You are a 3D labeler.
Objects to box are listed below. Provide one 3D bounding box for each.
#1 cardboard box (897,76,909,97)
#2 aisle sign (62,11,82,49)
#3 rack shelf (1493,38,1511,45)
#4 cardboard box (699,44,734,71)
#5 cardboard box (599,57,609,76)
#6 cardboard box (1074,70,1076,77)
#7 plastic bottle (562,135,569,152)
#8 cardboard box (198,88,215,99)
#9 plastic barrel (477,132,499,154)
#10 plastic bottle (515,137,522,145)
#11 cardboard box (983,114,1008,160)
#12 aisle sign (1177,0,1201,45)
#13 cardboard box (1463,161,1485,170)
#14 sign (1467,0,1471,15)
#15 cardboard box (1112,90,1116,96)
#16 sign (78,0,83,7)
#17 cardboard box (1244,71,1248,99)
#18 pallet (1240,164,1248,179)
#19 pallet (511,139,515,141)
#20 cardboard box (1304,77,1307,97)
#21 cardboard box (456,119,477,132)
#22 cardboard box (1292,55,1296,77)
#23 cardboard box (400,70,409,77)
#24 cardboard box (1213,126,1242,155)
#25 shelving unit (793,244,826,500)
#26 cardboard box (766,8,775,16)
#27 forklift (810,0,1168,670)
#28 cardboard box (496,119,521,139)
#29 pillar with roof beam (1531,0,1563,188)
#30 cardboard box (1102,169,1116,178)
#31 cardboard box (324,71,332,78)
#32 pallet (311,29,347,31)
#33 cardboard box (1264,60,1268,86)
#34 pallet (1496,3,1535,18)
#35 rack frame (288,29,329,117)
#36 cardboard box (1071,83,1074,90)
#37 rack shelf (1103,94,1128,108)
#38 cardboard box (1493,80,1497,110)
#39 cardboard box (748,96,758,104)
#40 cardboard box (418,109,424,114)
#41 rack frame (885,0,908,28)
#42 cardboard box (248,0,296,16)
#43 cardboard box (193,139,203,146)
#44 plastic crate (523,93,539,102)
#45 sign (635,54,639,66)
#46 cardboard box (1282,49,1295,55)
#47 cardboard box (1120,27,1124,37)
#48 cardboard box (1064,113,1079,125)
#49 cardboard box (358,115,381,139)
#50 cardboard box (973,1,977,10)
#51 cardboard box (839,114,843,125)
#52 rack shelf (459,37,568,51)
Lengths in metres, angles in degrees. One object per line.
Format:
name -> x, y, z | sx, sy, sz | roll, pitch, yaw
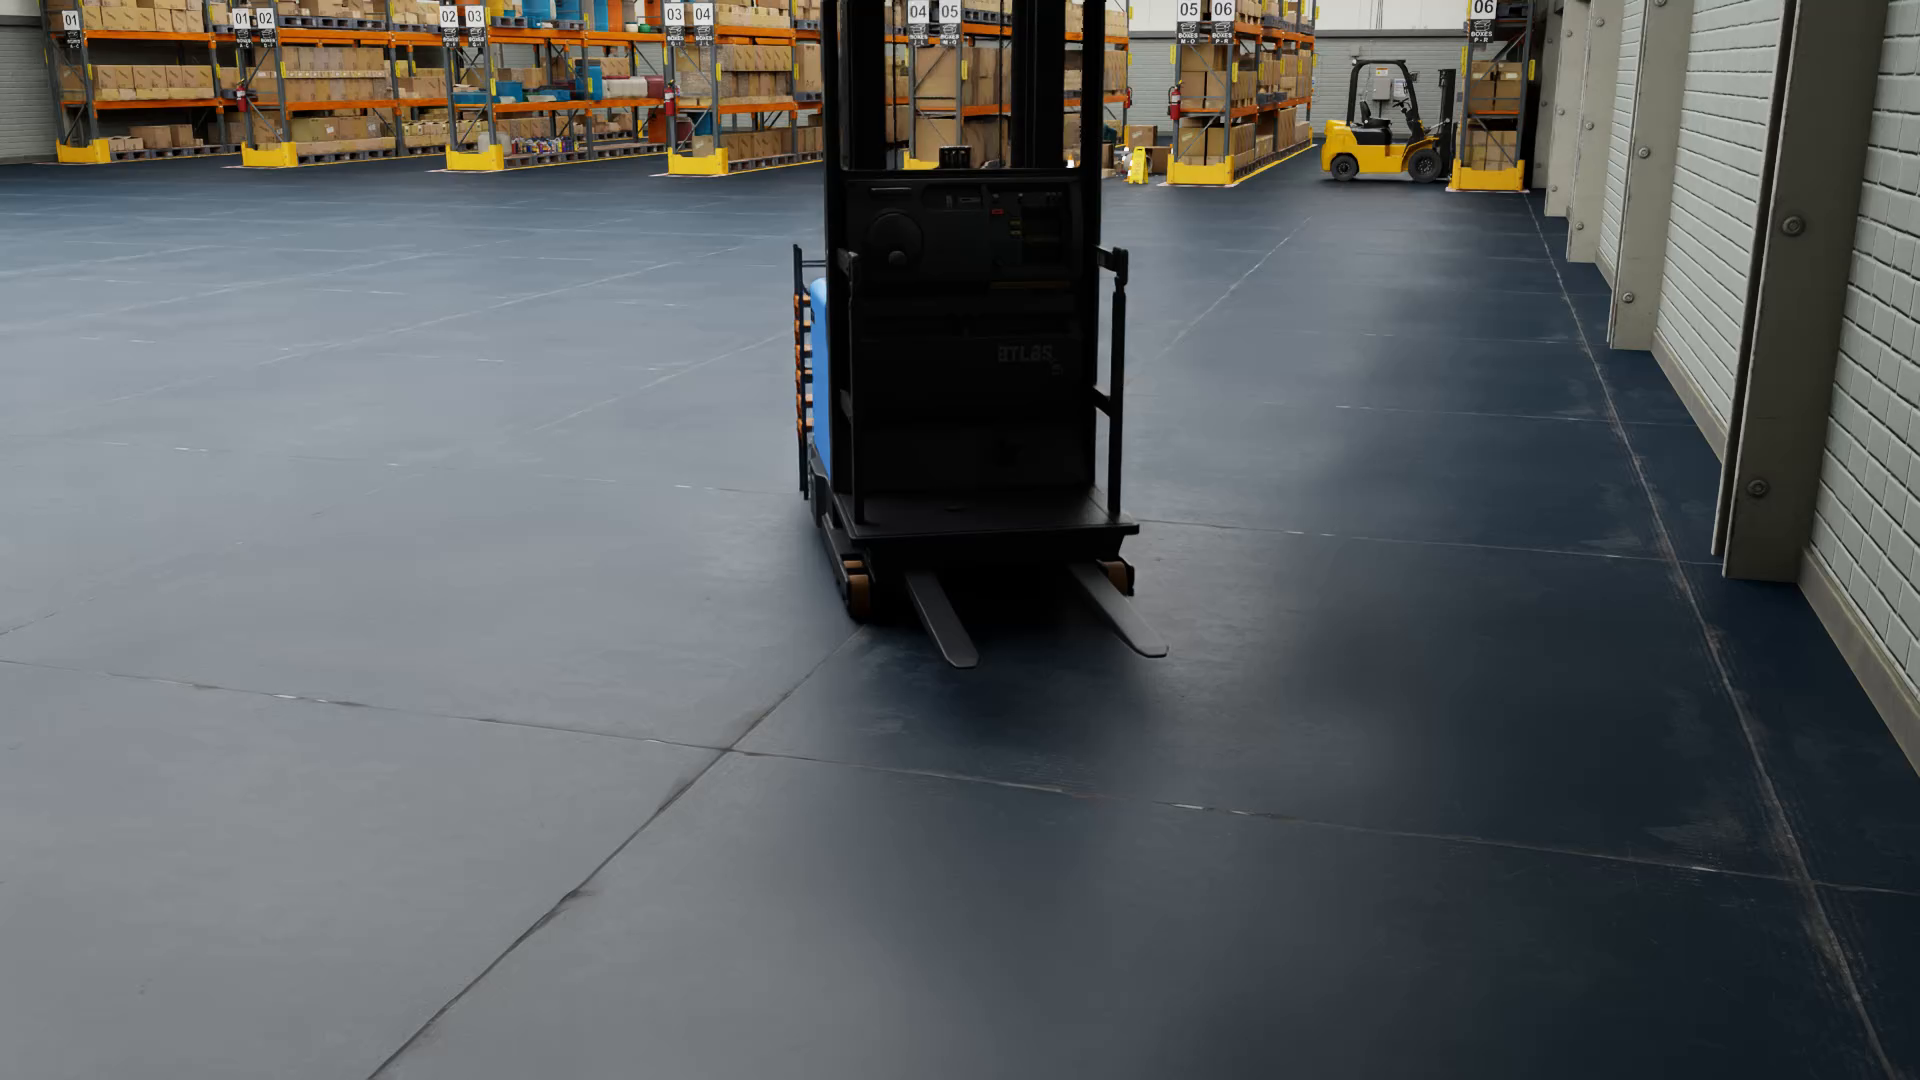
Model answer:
cardboard box -> -1.640, -11.693, 42.876 | 0.500, 0.500, 0.500 | 5, 16, 16
aisle sign -> -19.159, -11.010, 35.886 | 0.394, 0.787, 0.004 | 5, 16, 16
rack shelf -> 13.061, -12.257, 40.866 | 1.077, 0.370, 4.000 | 5, 16, 16
cardboard box -> -4.762, -9.444, 32.569 | 0.500, 0.500, 0.500 | 5, 16, 16
cardboard box -> -10.424, -13.593, 47.741 | 0.500, 0.500, 0.500 | 5, 17, 18
cardboard box -> 2.584, -11.214, 39.967 | 0.380, 0.149, 0.250 | 4, 16, 15
plastic bottle -> -8.753, -8.776, 36.822 | 0.144, 0.351, 0.185 | 4, 16, 13
cardboard box -> -18.134, -10.638, 39.577 | 0.500, 0.250, 0.500 | 5, 16, 16
plastic barrel -> -9.814, -8.217, 34.591 | 0.421, 0.512, 0.421 | 0, 16, 0
plastic bottle -> -9.646, -8.629, 36.303 | 0.144, 0.351, 0.185 | 5, 17, 18
cardboard box -> 0.438, -8.306, 34.239 | 0.875, 0.875, 0.875 | 5, 17, 17
aisle sign -> 4.026, -9.138, 29.285 | 0.394, 0.787, 0.004 | 5, 16, 16
cardboard box -> 8.913, -6.524, 29.101 | 0.500, 0.250, 0.500 | 5, 17, 16
sign -> 10.836, -11.324, 35.313 | 0.100, 0.325, 0.005 | 5, 16, 16
cardboard box -> 3.956, -11.932, 44.361 | 0.380, 0.149, 0.250 | 4, 16, 13
sign -> -18.906, -11.623, 35.713 | 0.100, 0.325, 0.005 | 5, 16, 16
cardboard box -> 5.147, -8.577, 31.344 | 0.500, 0.500, 0.500 | 4, 16, 15
pallet -> 4.957, -7.087, 31.929 | 1.003, 0.211, 1.213 | 5, 16, 16
pallet -> -12.154, -10.362, 43.476 | 1.003, 0.211, 1.213 | 5, 16, 16
cardboard box -> 8.558, -11.567, 42.429 | 0.500, 0.500, 0.500 | 5, 17, 18
cardboard box -> -12.457, -10.368, 41.627 | 0.500, 0.311, 0.500 | 4, 16, 15
cardboard box -> 7.706, -11.277, 39.576 | 0.500, 0.500, 0.500 | 5, 17, 17
cardboard box -> -15.906, -13.002, 46.906 | 0.500, 0.500, 0.500 | 4, 16, 15
cardboard box -> 4.967, -7.454, 31.007 | 0.500, 0.500, 0.500 | 4, 16, 14
shelving unit -> -0.652, -0.803, 7.962 | 0.258, 1.200, 0.189 | -3, 16, -11
cardboard box -> -4.064, -10.942, 34.456 | 0.380, 0.149, 0.250 | 4, 16, 14
forklift -> 0.059, -1.224, 6.273 | 1.130, 2.935, 3.031 | -3, 16, -10
cardboard box -> -11.856, -10.755, 43.525 | 0.500, 0.500, 0.500 | 4, 16, 14
pillar with roof beam -> 6.017, -10.829, 29.018 | 9.100, 9.000, 0.400 | 5, 16, 16
cardboard box -> 2.758, -7.009, 31.767 | 0.250, 0.149, 0.380 | -15, 21, -41
cardboard box -> -13.994, -10.202, 36.428 | 0.380, 0.149, 0.250 | 4, 16, 15
pallet -> -17.021, -13.420, 43.993 | 1.213, 0.211, 1.003 | 5, 17, 18
cardboard box -> 6.009, -9.552, 34.012 | 0.500, 0.500, 0.500 | 5, 16, 16
pallet -> 9.308, -9.080, 28.512 | 1.003, 0.211, 1.213 | 5, 16, 16
rack frame -> -17.153, -11.895, 43.769 | 1.000, 3.000, 0.127 | 5, 16, 16
cardboard box -> 2.516, -10.861, 39.815 | 0.380, 0.149, 0.250 | 5, 17, 17
rack shelf -> 3.526, -11.555, 43.889 | 1.077, 0.370, 4.000 | 5, 16, 16
cardboard box -> 9.616, -7.791, 29.118 | 0.500, 0.500, 0.500 | 5, 17, 18
cardboard box -> -4.350, -8.970, 33.916 | 0.380, 0.149, 0.250 | 5, 16, 16
cardboard box -> -15.715, -12.625, 48.965 | 0.380, 0.149, 0.250 | 4, 16, 14
rack frame -> -1.769, -14.675, 42.577 | 1.000, 3.000, 0.127 | 5, 16, 16
cardboard box -> -14.509, -11.331, 35.068 | 0.797, 0.503, 0.637 | 6, 17, 20
cardboard box -> -18.413, -9.555, 39.904 | 0.380, 0.166, 0.250 | 2, 16, 9
plastic crate -> -9.448, -9.645, 36.224 | 0.450, 0.188, 0.662 | 5, 16, 16
sign -> -9.603, -14.265, 49.425 | 0.100, 0.325, 0.005 | 5, 16, 16
cardboard box -> 8.071, -11.924, 40.668 | 0.380, 0.149, 0.250 | 4, 16, 15
cardboard box -> 4.081, -13.522, 44.282 | 0.500, 0.250, 0.500 | 5, 16, 16
cardboard box -> 2.546, -10.114, 39.929 | 0.500, 0.250, 0.500 | 5, 17, 16
cardboard box -> -13.615, -9.437, 37.998 | 0.500, 0.500, 0.500 | 5, 16, 16
cardboard box -> 0.096, -10.008, 31.126 | 0.380, 0.149, 0.250 | 5, 16, 16
cardboard box -> -3.068, -9.935, 39.258 | 0.500, 0.250, 0.500 | 5, 17, 18
rack shelf -> -11.834, -13.132, 43.951 | 1.077, 0.370, 4.000 | 5, 16, 16
